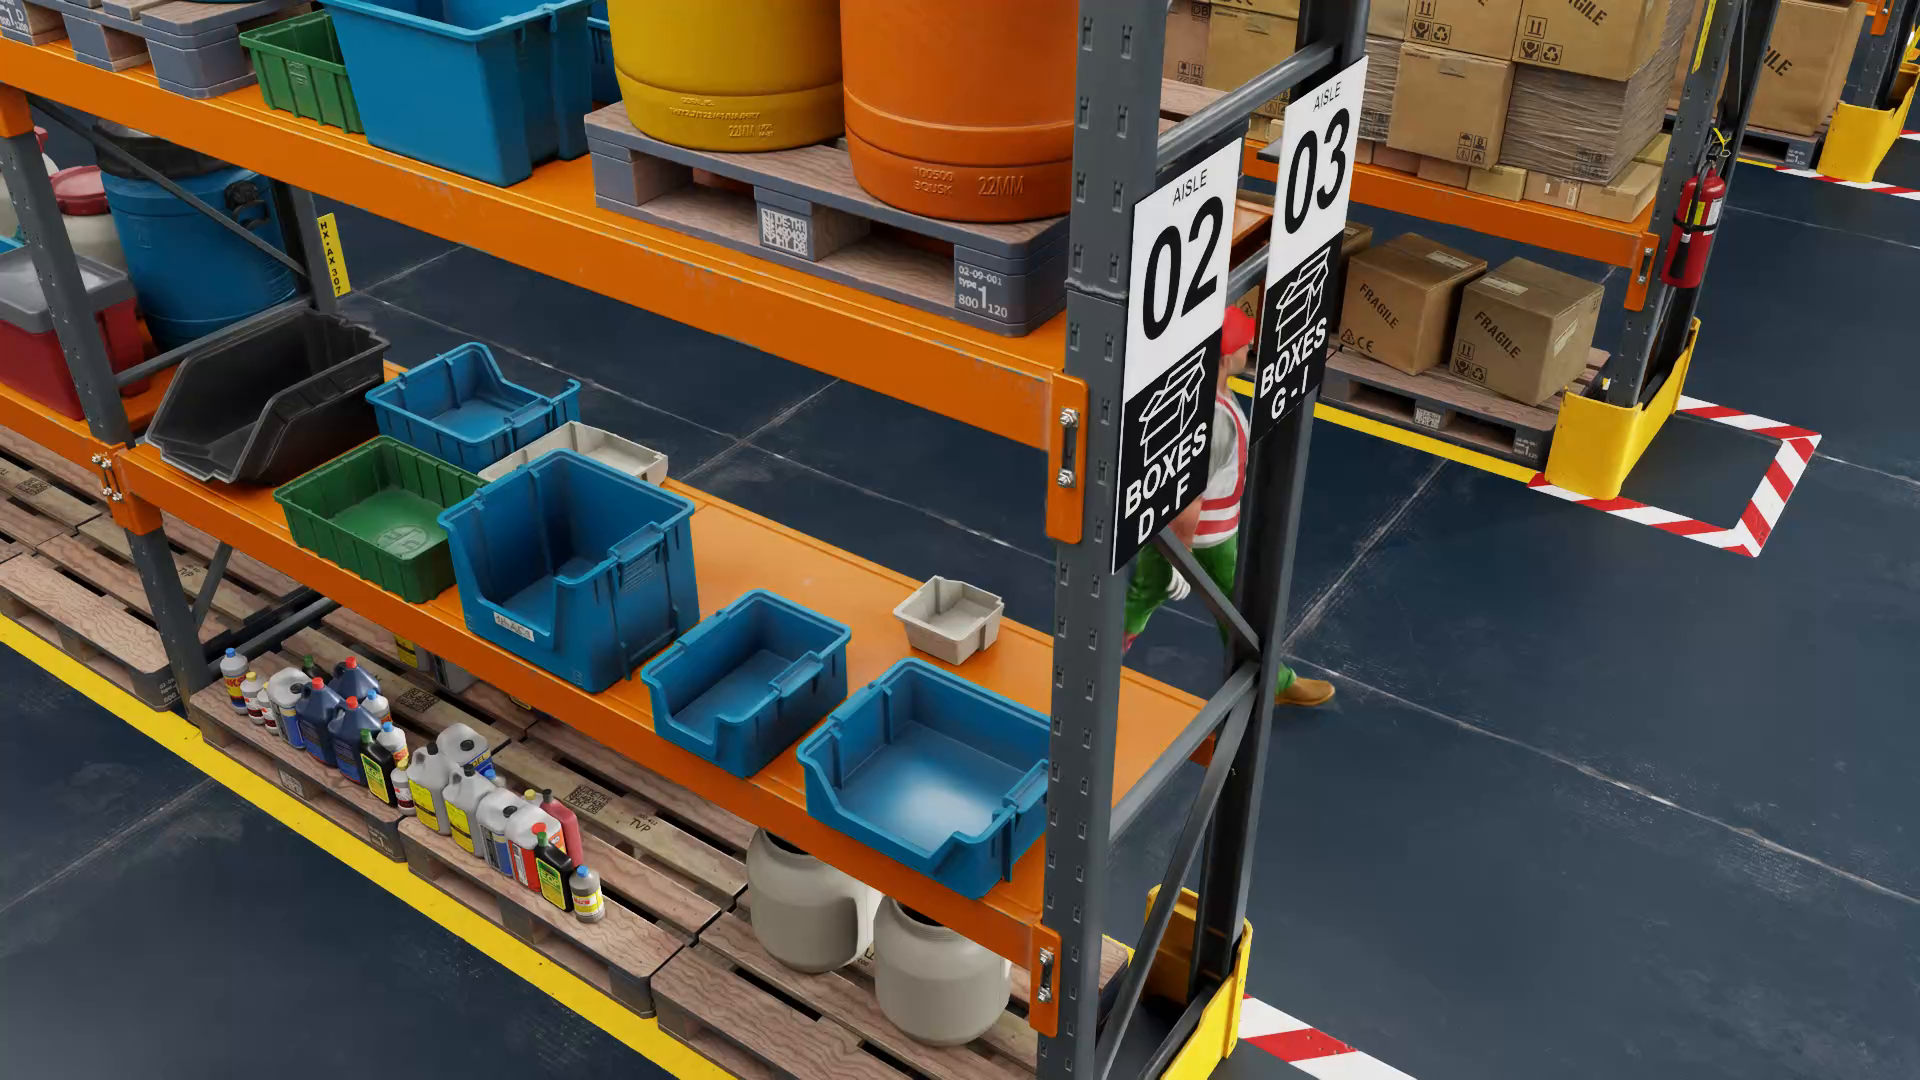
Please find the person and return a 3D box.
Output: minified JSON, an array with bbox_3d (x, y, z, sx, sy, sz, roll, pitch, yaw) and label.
[{"bbox_3d":[0.974,-0.102,6.244,1.009,1.734,0.618,-4,34,-6],"label":"person"}]
